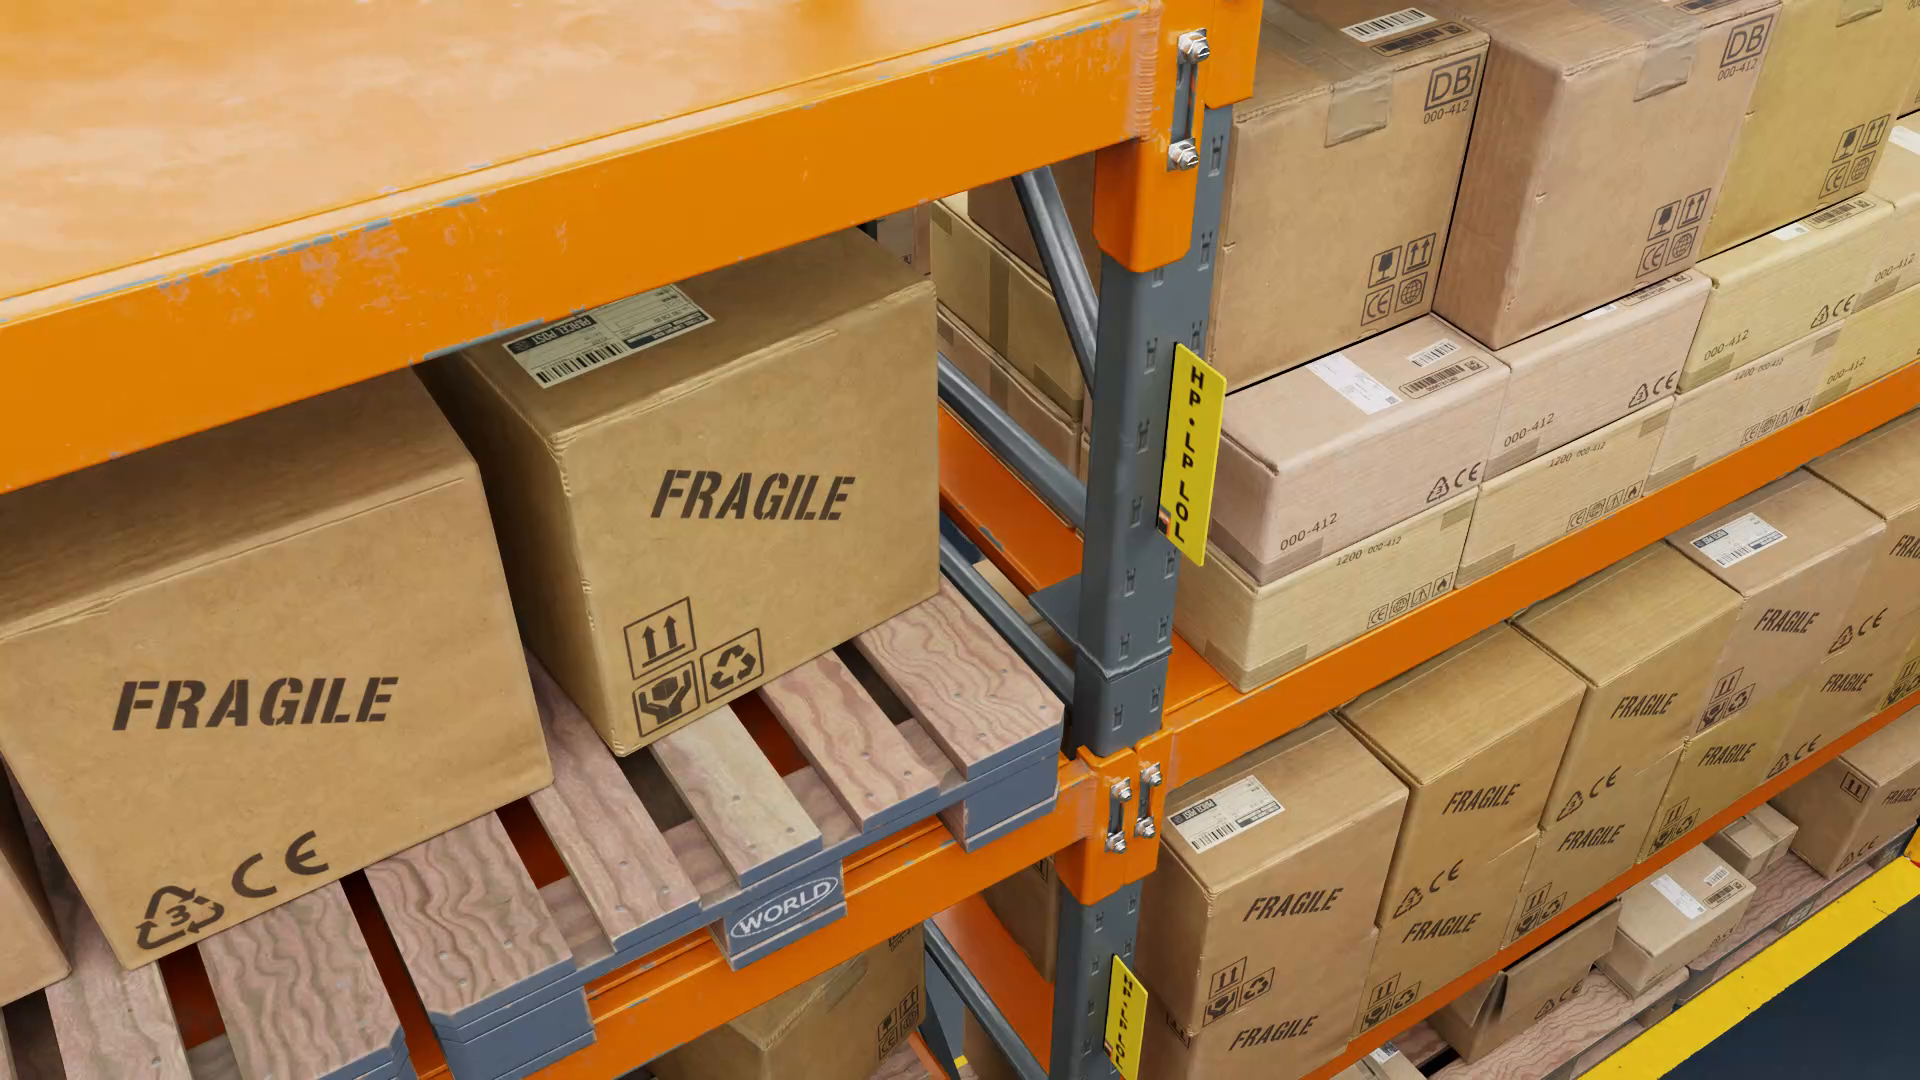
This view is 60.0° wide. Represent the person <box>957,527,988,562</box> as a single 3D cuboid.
[{"bbox_3d":[0.363,-0.190,6.914,0.869,0.975,0.453,-24,46,-25],"label":"person"}]
